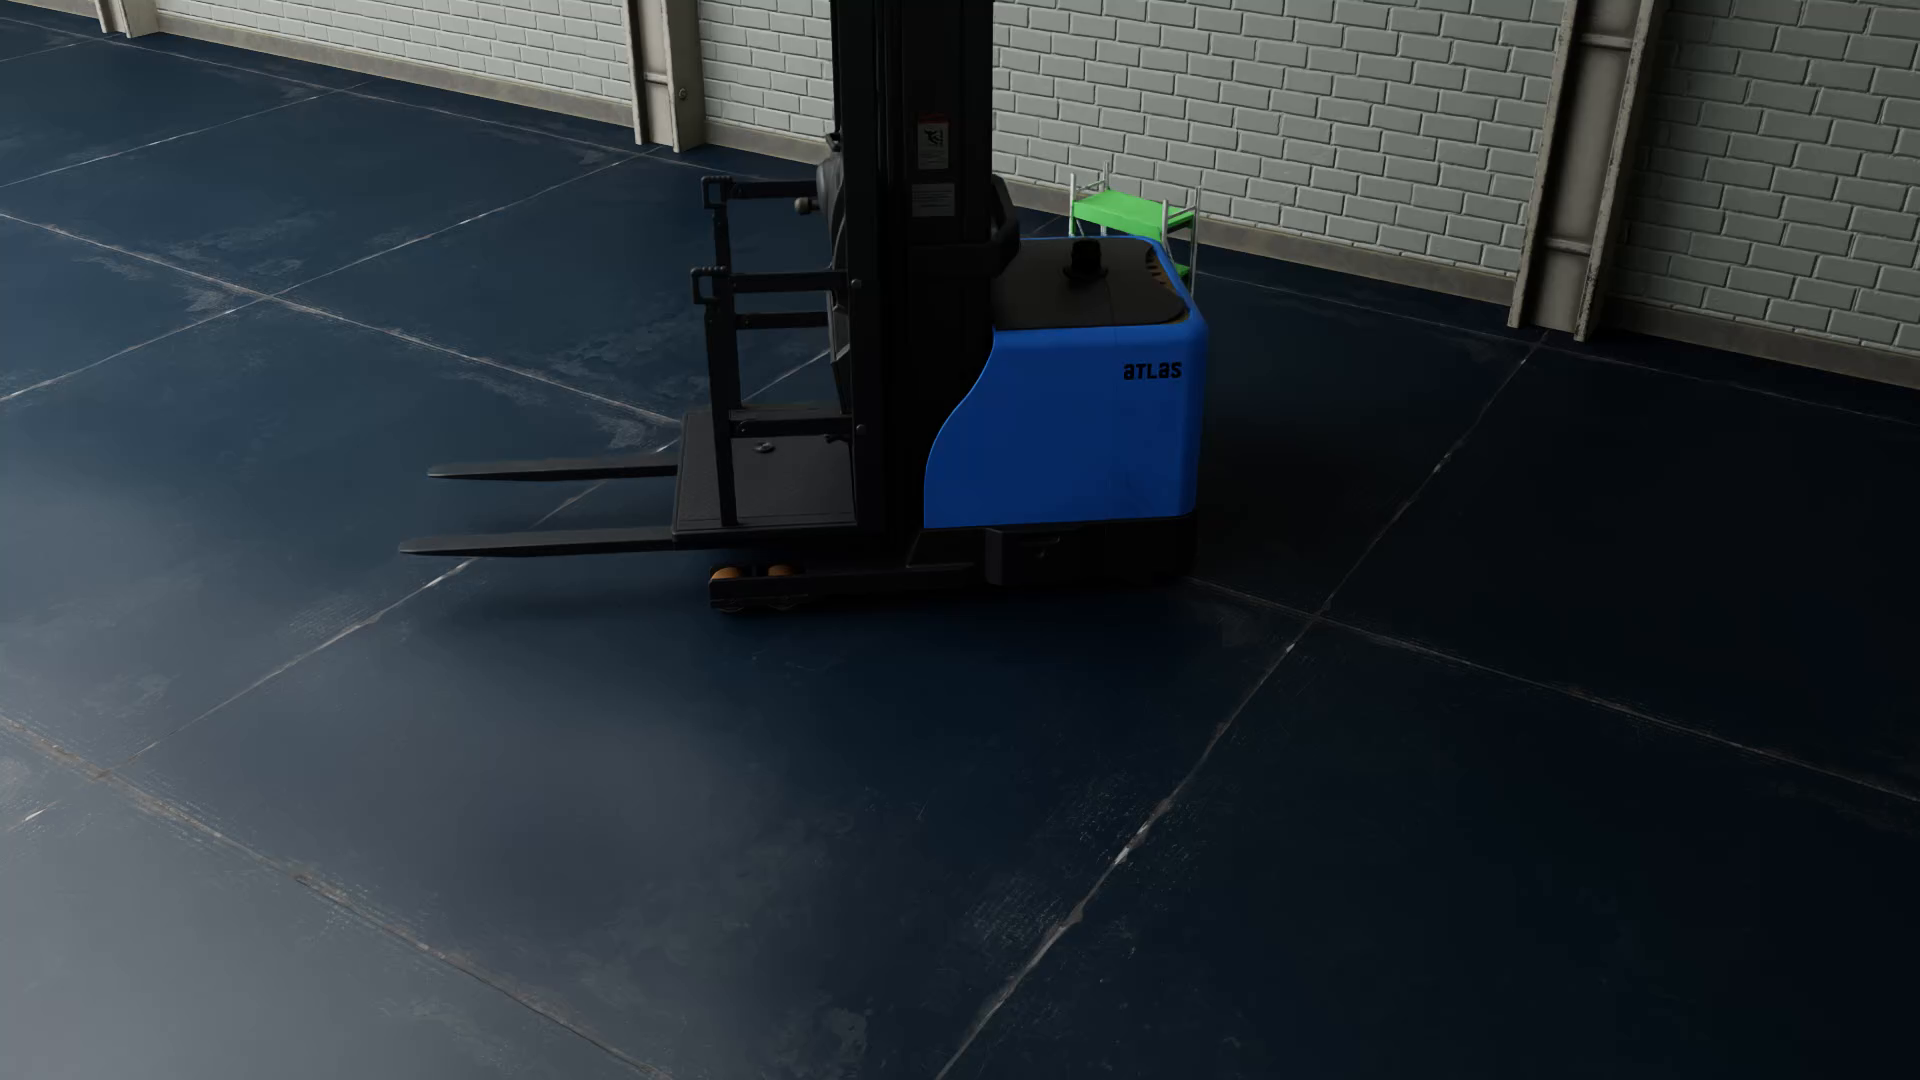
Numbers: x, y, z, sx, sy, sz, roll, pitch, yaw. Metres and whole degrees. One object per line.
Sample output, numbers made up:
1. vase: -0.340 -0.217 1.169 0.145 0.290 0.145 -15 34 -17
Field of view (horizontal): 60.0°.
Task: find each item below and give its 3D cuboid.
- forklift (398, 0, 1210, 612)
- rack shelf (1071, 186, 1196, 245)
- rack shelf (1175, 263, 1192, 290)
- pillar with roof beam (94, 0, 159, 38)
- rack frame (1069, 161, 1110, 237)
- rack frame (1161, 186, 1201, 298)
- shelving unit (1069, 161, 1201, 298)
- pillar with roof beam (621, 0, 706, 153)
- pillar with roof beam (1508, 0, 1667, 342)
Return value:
1. forklift: -0.634 -1.273 6.024 3.031 2.935 1.130 -3 30 -5
2. rack shelf: 0.734 -1.345 7.039 0.480 0.148 0.258 26 39 37
3. rack shelf: 0.734 -1.138 7.160 0.480 0.148 0.258 26 39 37
4. pillar with roof beam: -9.352 -6.392 8.777 0.400 9.000 9.100 18 35 27
5. rack frame: 0.557 -1.070 7.394 0.015 1.200 0.240 26 39 37
6. rack frame: 0.911 -0.901 7.104 0.015 1.200 0.240 26 39 37
7. shelving unit: 0.734 -0.986 7.249 0.503 1.200 0.258 26 39 37
8. pillar with roof beam: -4.270 -4.785 6.022 0.400 9.000 9.100 18 35 27
9. pillar with roof beam: 0.812 -3.178 3.266 0.400 9.000 9.100 18 35 27
